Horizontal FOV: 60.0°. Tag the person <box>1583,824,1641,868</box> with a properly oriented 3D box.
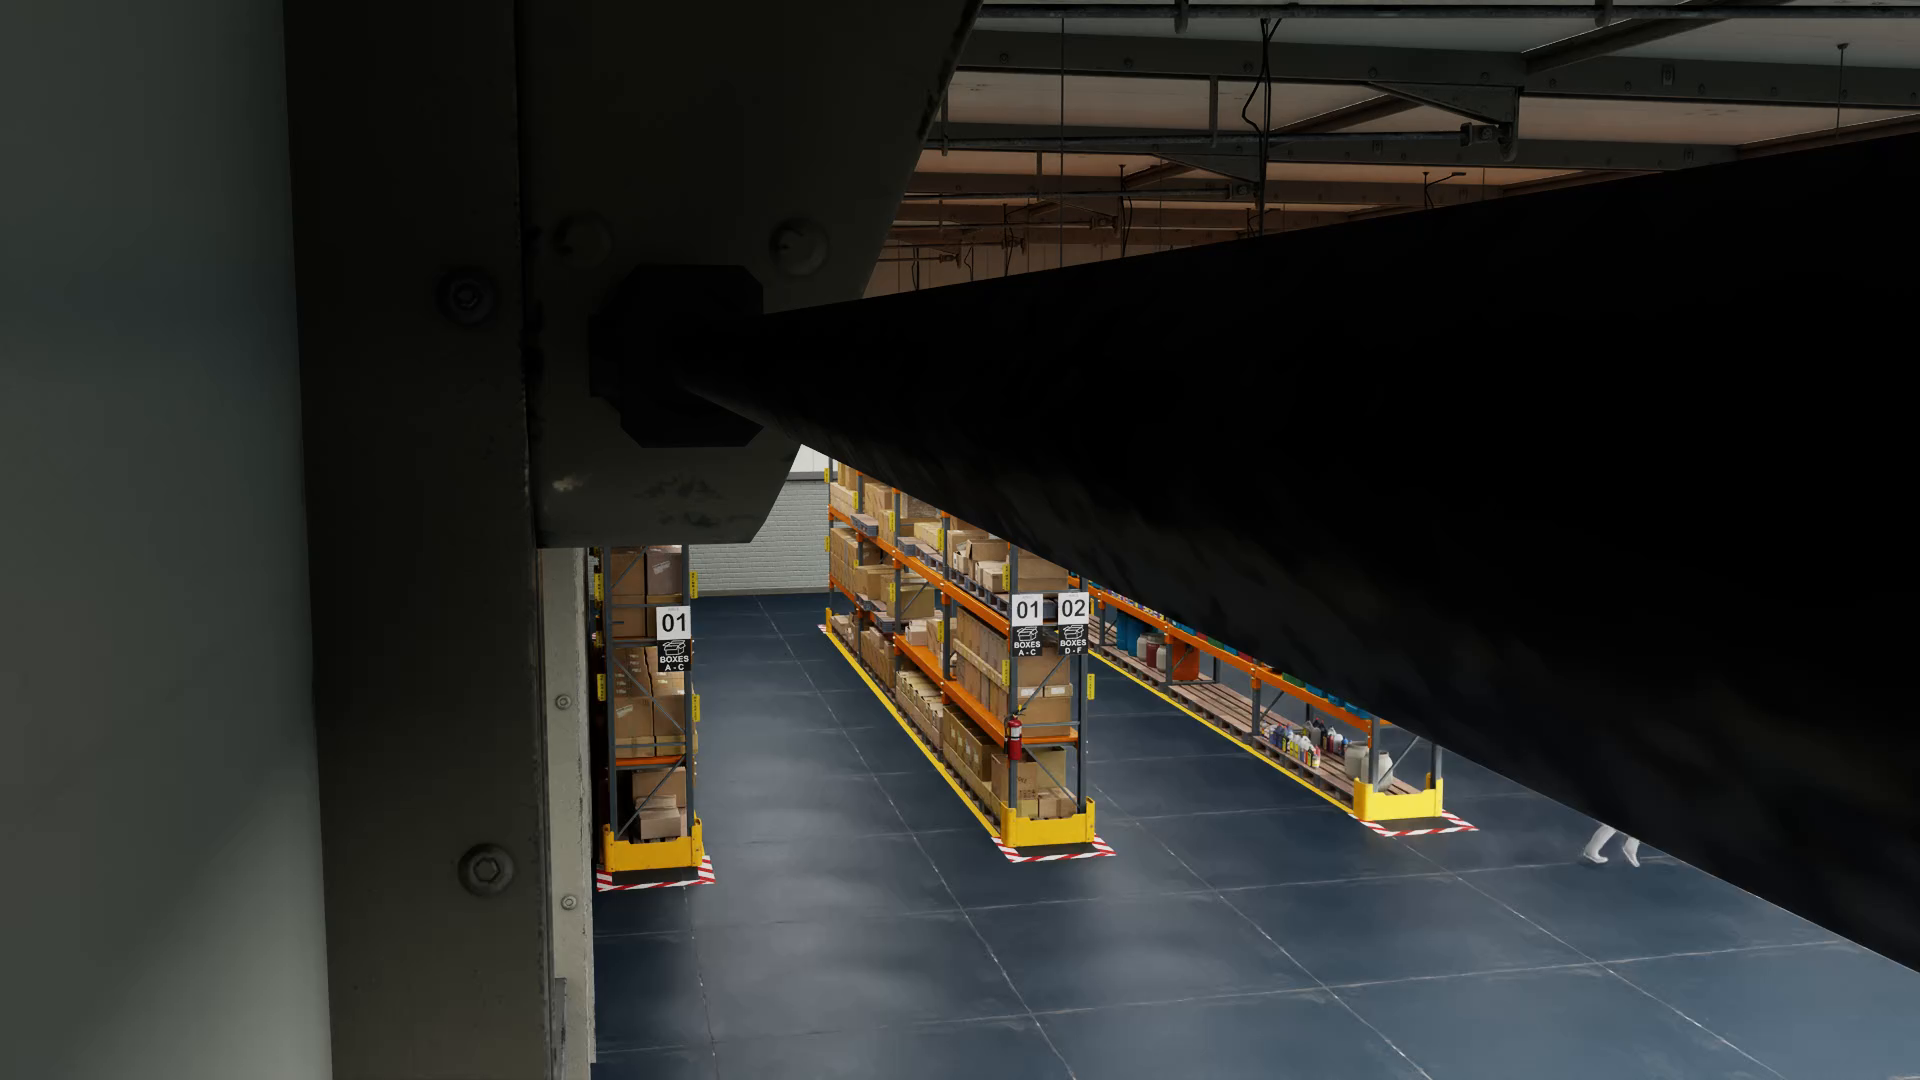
[{"bbox_3d":[8.025,3.115,20.086,0.863,1.709,0.584,3,8,26],"label":"person"}]
